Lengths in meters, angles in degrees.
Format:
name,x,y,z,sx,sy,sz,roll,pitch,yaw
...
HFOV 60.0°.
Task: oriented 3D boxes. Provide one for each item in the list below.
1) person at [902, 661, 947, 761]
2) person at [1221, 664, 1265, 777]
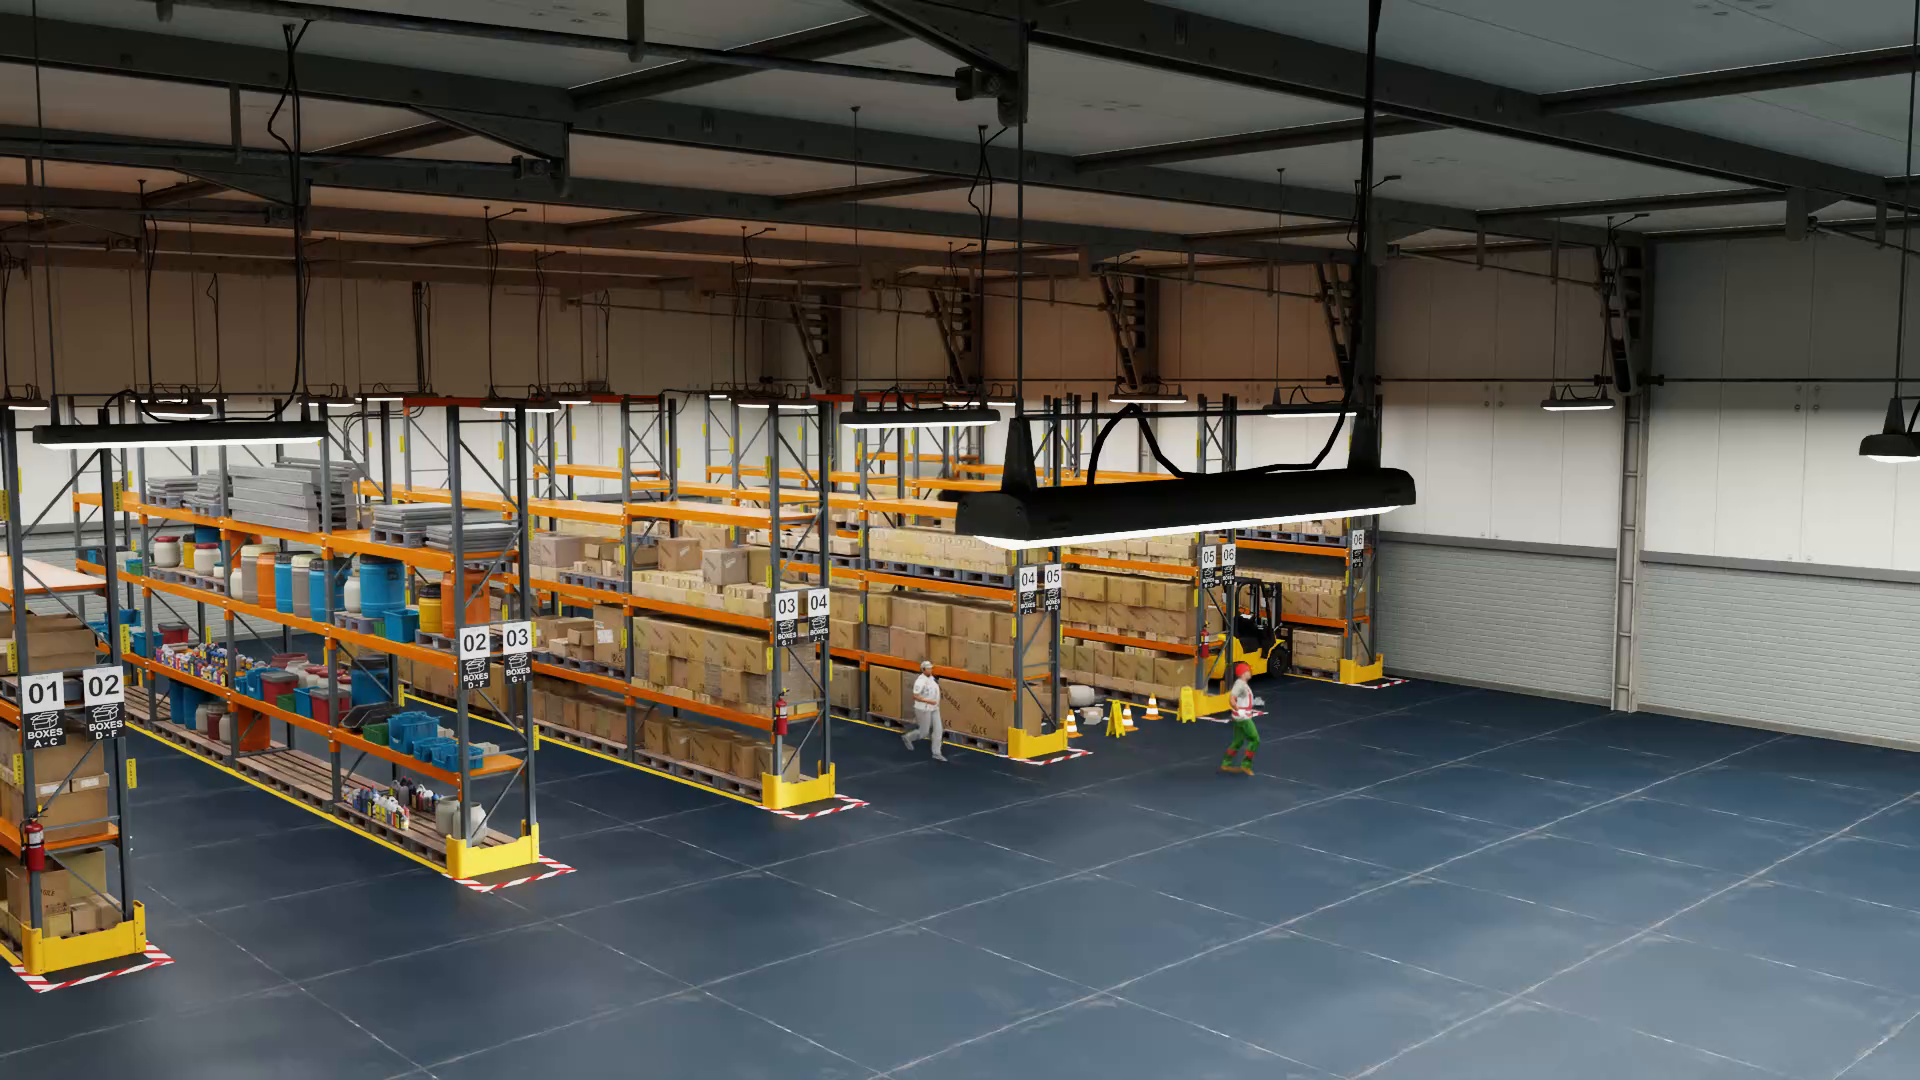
name,x,y,z,sx,sy,sz,roll,pitch,yaw
person,-0.564,2.841,27.739,0.837,1.649,0.607,4,7,36
person,4.527,2.887,26.573,0.690,1.838,0.638,0,6,4
